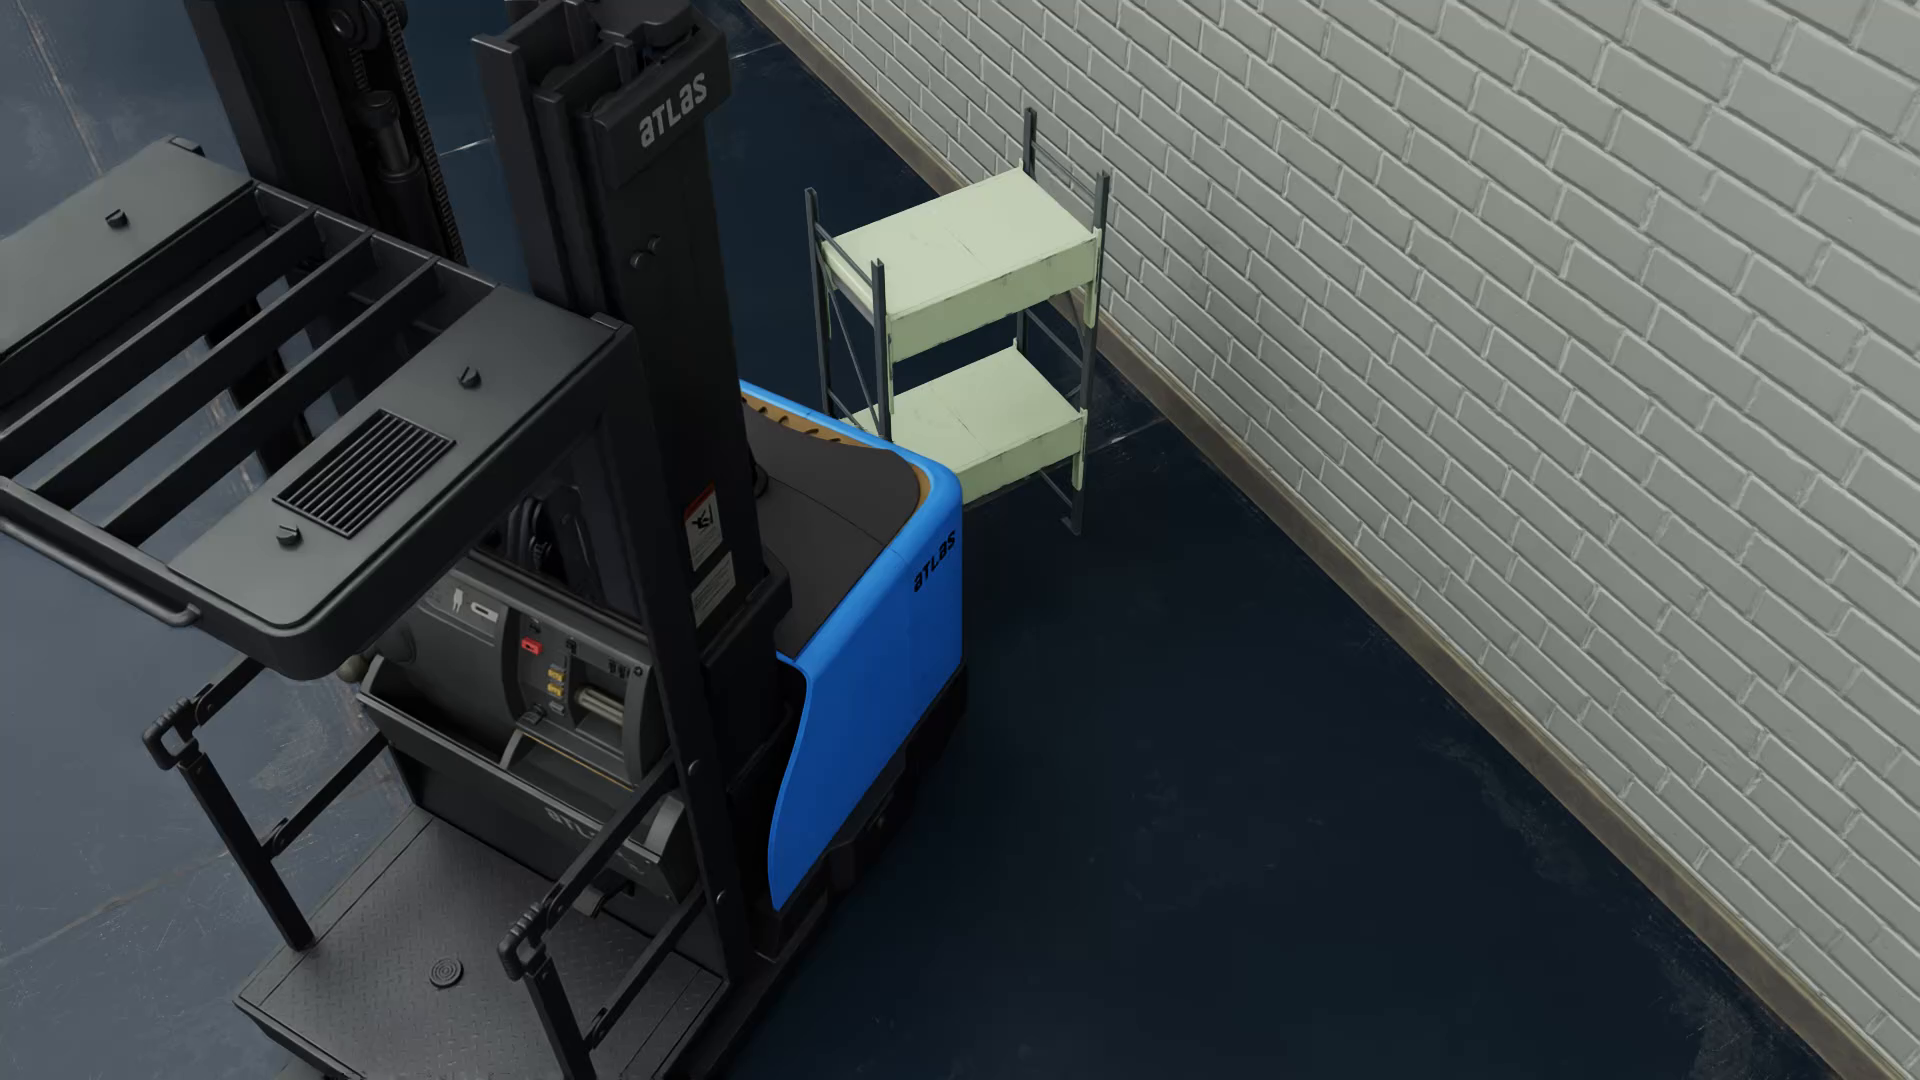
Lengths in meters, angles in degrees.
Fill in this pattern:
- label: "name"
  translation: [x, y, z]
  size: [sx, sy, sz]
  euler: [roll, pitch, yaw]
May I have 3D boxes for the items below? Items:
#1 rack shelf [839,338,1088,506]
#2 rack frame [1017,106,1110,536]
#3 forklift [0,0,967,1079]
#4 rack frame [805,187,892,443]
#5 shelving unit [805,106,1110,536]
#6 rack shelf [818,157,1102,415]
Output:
- label: "rack shelf"
  translation: [-0.006, -0.279, 5.431]
  size: [0.720, 0.370, 0.431]
  euler: [-25, 53, -21]
- label: "rack frame"
  translation: [0.304, -0.642, 5.317]
  size: [0.023, 1.500, 0.400]
  euler: [-25, 53, -21]
- label: "forklift"
  translation: [-1.156, 0.326, 3.497]
  size: [1.130, 2.935, 3.031]
  euler: [24, 52, 20]
- label: "rack frame"
  translation: [-0.315, -0.350, 5.058]
  size: [0.023, 1.500, 0.400]
  euler: [-25, 53, -21]
- label: "shelving unit"
  translation: [-0.006, -0.496, 5.188]
  size: [0.755, 1.500, 0.431]
  euler: [-25, 53, -21]
- label: "rack shelf"
  translation: [-0.006, -0.756, 4.896]
  size: [0.720, 0.370, 0.431]
  euler: [-25, 53, -21]
